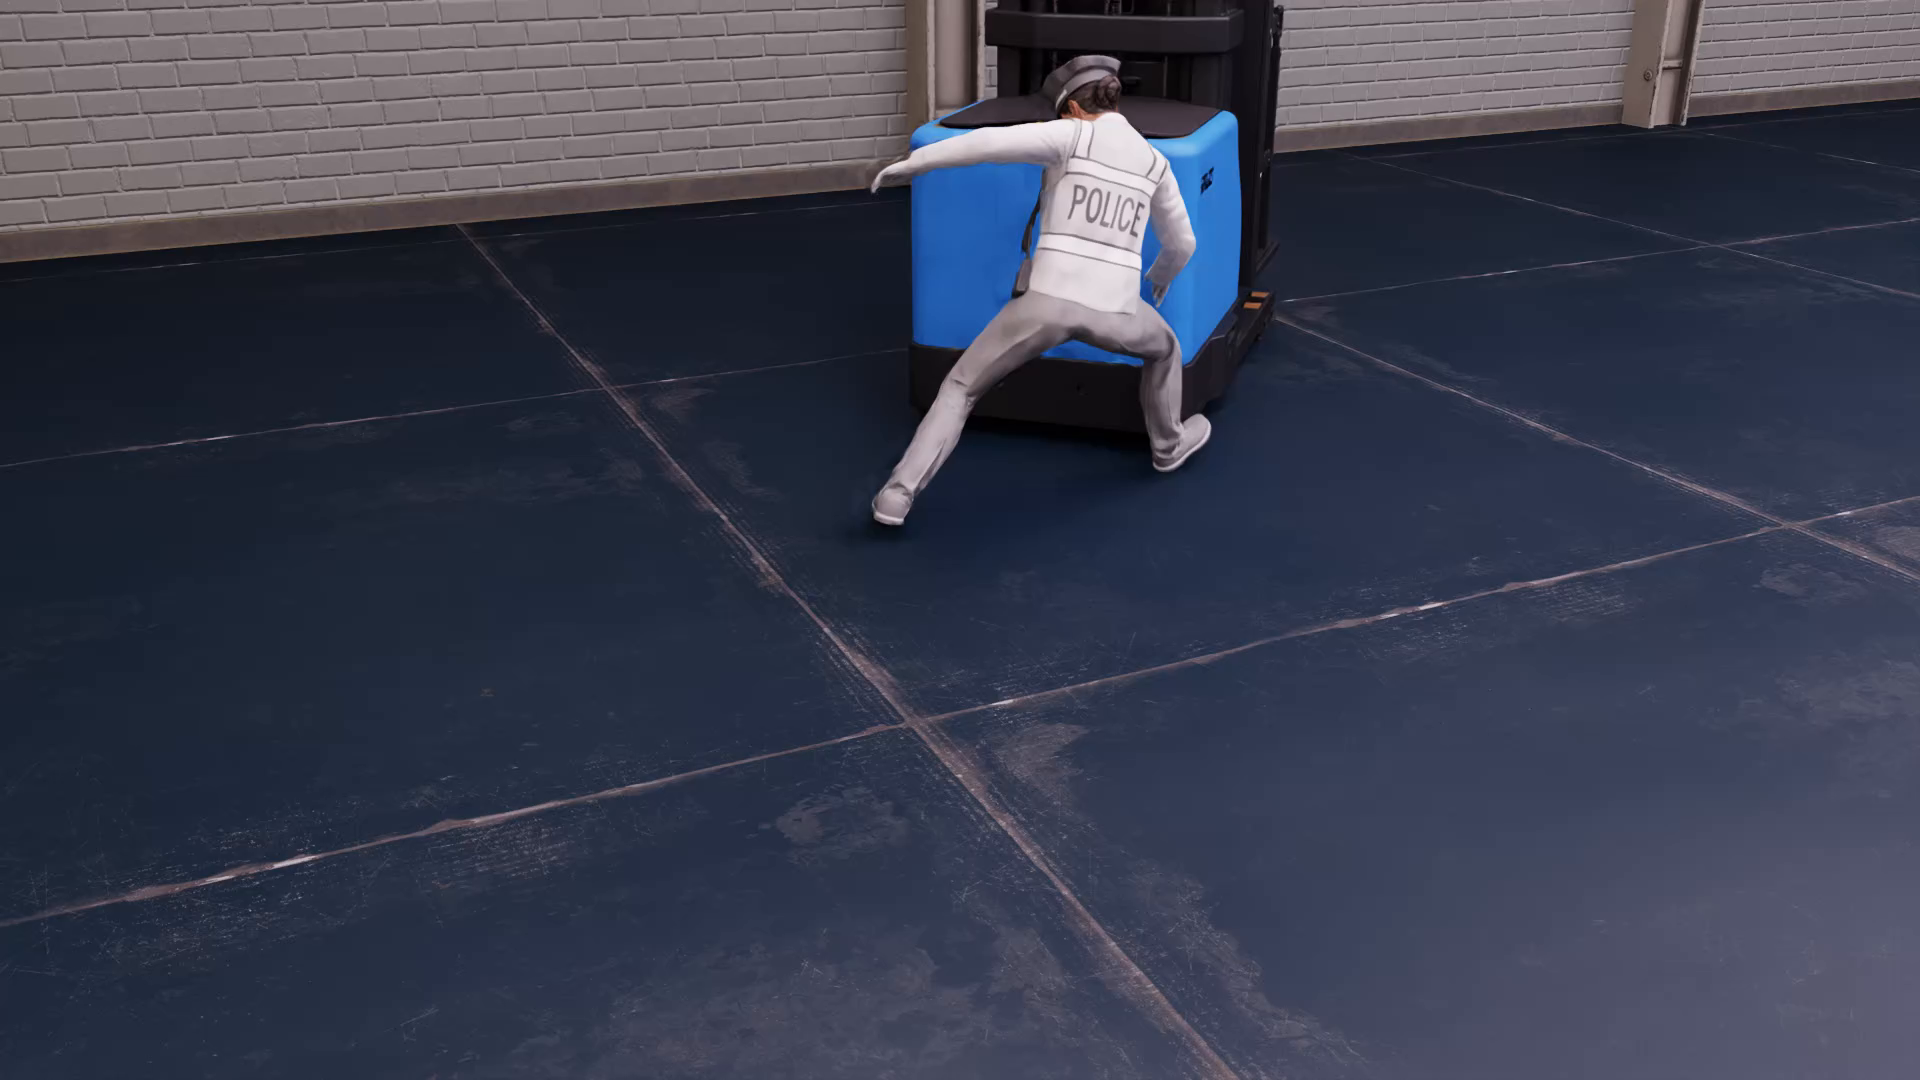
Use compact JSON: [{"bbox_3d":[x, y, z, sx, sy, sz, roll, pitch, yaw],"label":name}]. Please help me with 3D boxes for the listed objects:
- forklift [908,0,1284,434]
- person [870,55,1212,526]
[{"bbox_3d":[0.761,-2.257,6.719,1.130,2.935,3.031,7,24,17],"label":"forklift"},{"bbox_3d":[0.303,-0.786,5.211,1.238,1.390,0.710,-3,23,-8],"label":"person"}]
